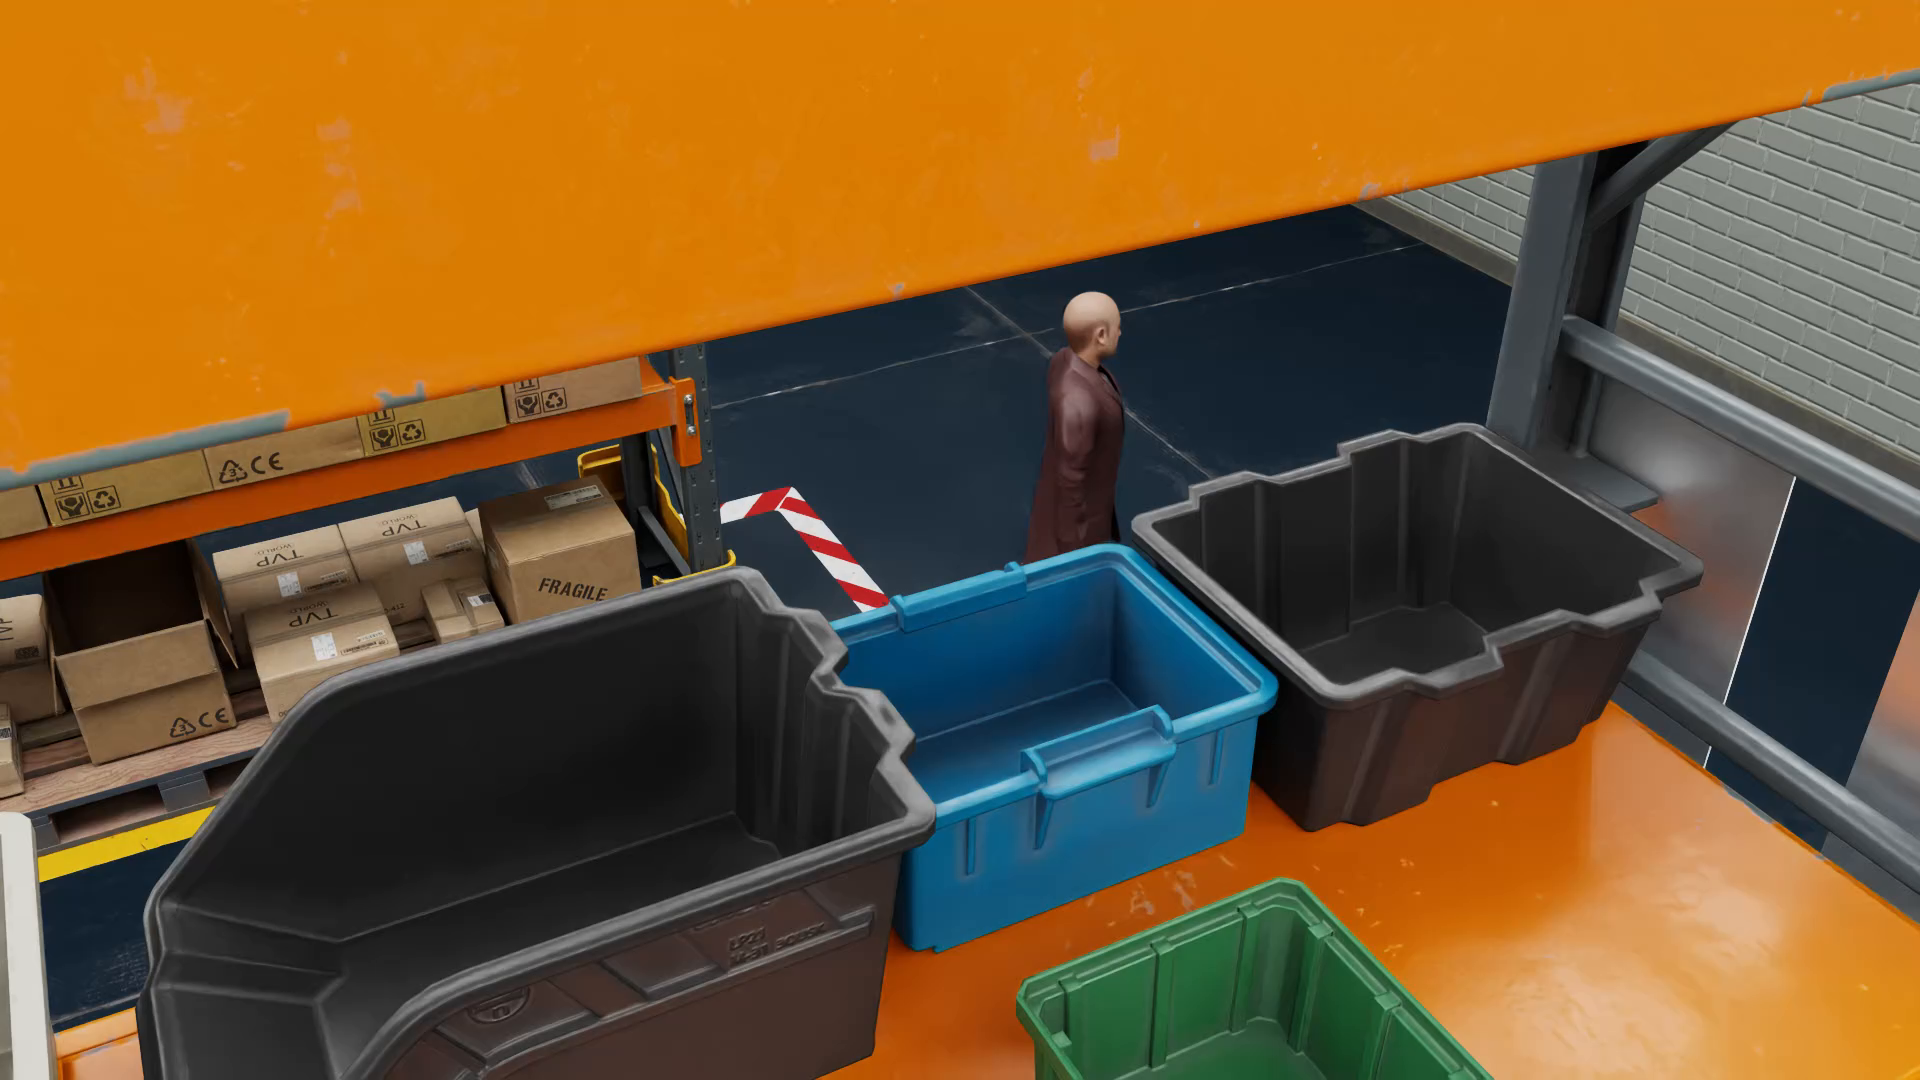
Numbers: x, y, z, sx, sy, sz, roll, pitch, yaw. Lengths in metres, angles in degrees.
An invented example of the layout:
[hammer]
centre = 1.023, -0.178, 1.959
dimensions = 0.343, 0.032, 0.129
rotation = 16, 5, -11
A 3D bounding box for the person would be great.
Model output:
[person]
centre = 0.359, -0.086, 6.276
dimensions = 0.748, 1.773, 0.612
rotation = 3, 33, 5
